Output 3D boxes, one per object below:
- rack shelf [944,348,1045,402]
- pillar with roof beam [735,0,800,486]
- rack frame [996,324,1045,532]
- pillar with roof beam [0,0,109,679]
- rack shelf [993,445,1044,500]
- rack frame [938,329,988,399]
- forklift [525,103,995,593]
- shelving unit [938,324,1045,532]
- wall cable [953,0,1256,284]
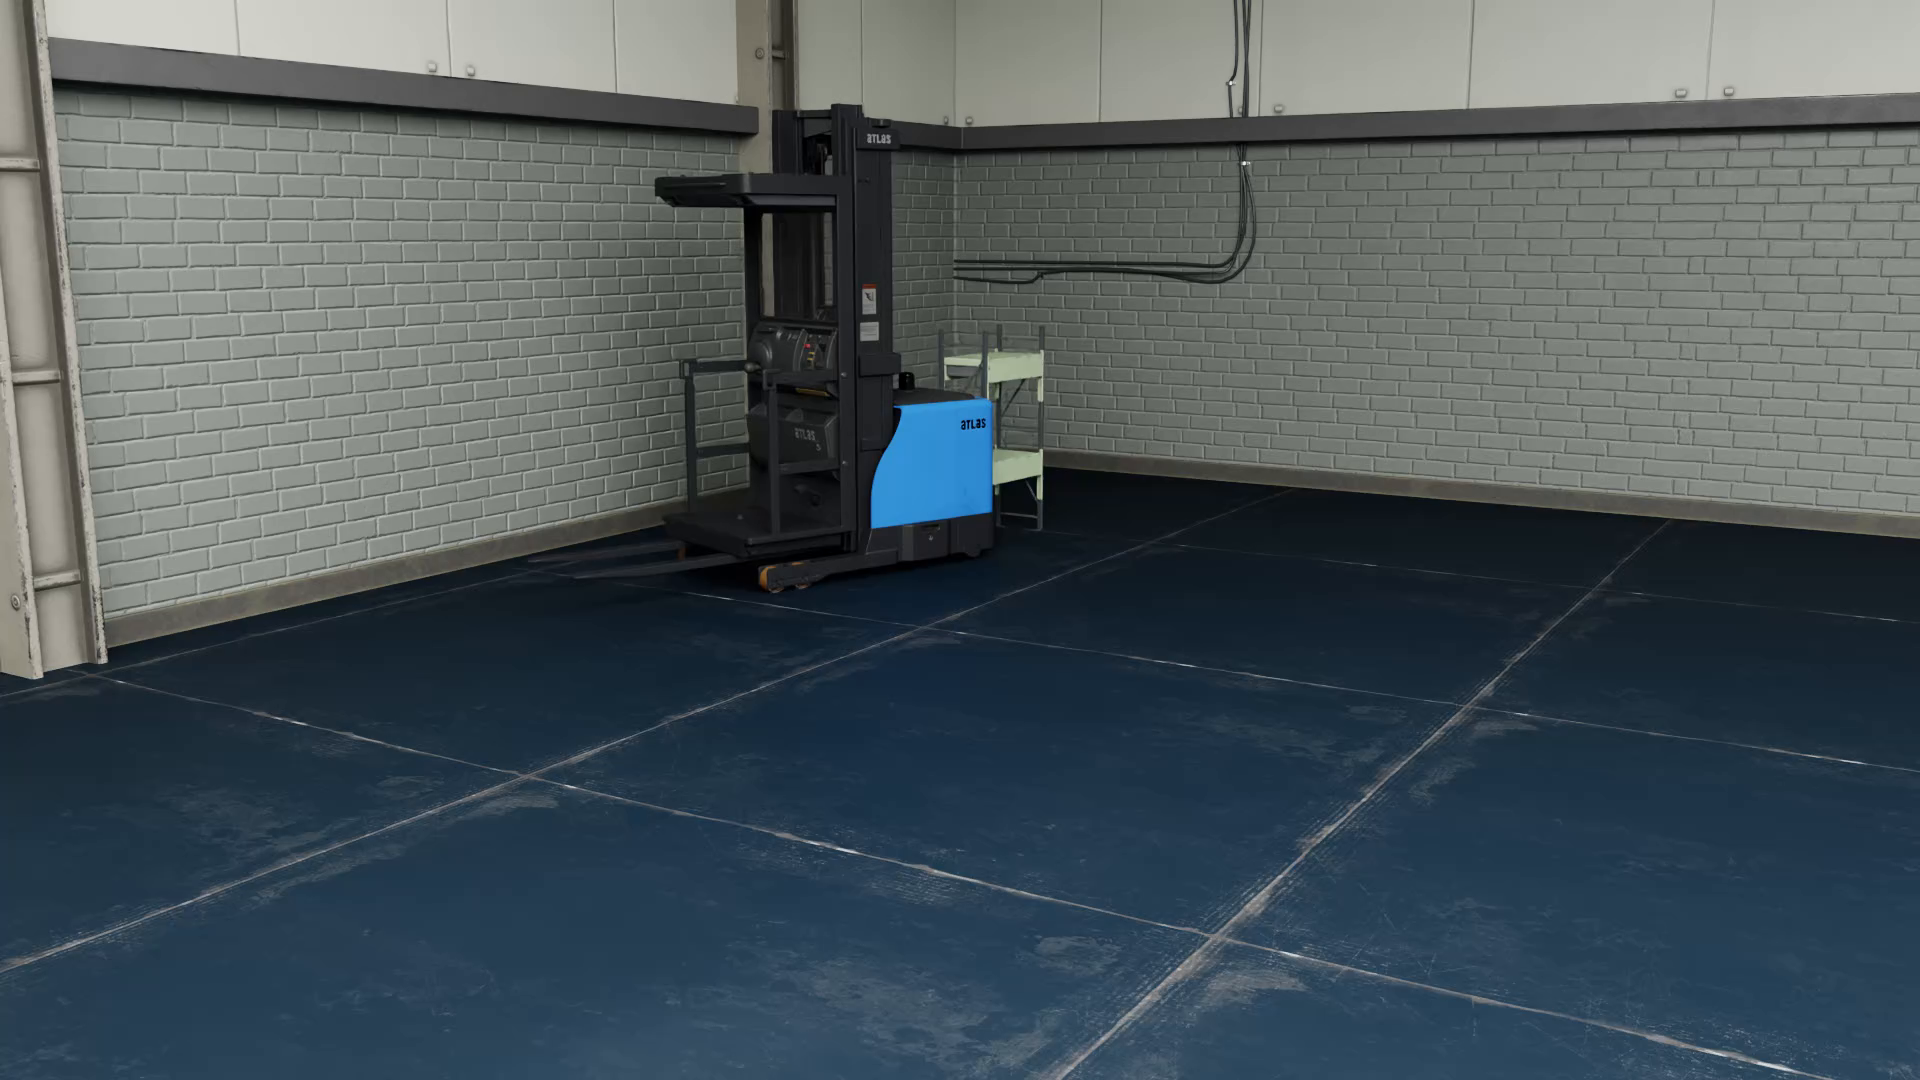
[{"bbox_3d":[0.229,-1.149,11.810,0.431,0.370,0.720,7,13,34],"label":"rack shelf"},{"bbox_3d":[2.196,-4.314,10.457,9.100,9.000,0.400,6,12,31],"label":"pillar with roof beam"},{"bbox_3d":[0.437,-0.821,12.177,0.400,1.500,0.023,7,13,34],"label":"rack frame"},{"bbox_3d":[-0.919,-3.370,5.416,9.100,9.000,0.400,6,12,31],"label":"pillar with roof beam"},{"bbox_3d":[0.229,-0.445,11.942,0.431,0.370,0.720,7,13,34],"label":"rack shelf"},{"bbox_3d":[0.020,-0.710,11.586,0.400,1.500,0.023,7,13,34],"label":"rack frame"},{"bbox_3d":[-1.231,-1.227,10.459,3.031,2.935,1.130,-8,14,-38],"label":"forklift"},{"bbox_3d":[0.229,-0.765,11.882,0.431,1.500,0.755,7,13,34],"label":"shelving unit"},{"bbox_3d":[1.176,-3.536,14.739,3.097,2.526,0.112,6,12,31],"label":"wall cable"}]
